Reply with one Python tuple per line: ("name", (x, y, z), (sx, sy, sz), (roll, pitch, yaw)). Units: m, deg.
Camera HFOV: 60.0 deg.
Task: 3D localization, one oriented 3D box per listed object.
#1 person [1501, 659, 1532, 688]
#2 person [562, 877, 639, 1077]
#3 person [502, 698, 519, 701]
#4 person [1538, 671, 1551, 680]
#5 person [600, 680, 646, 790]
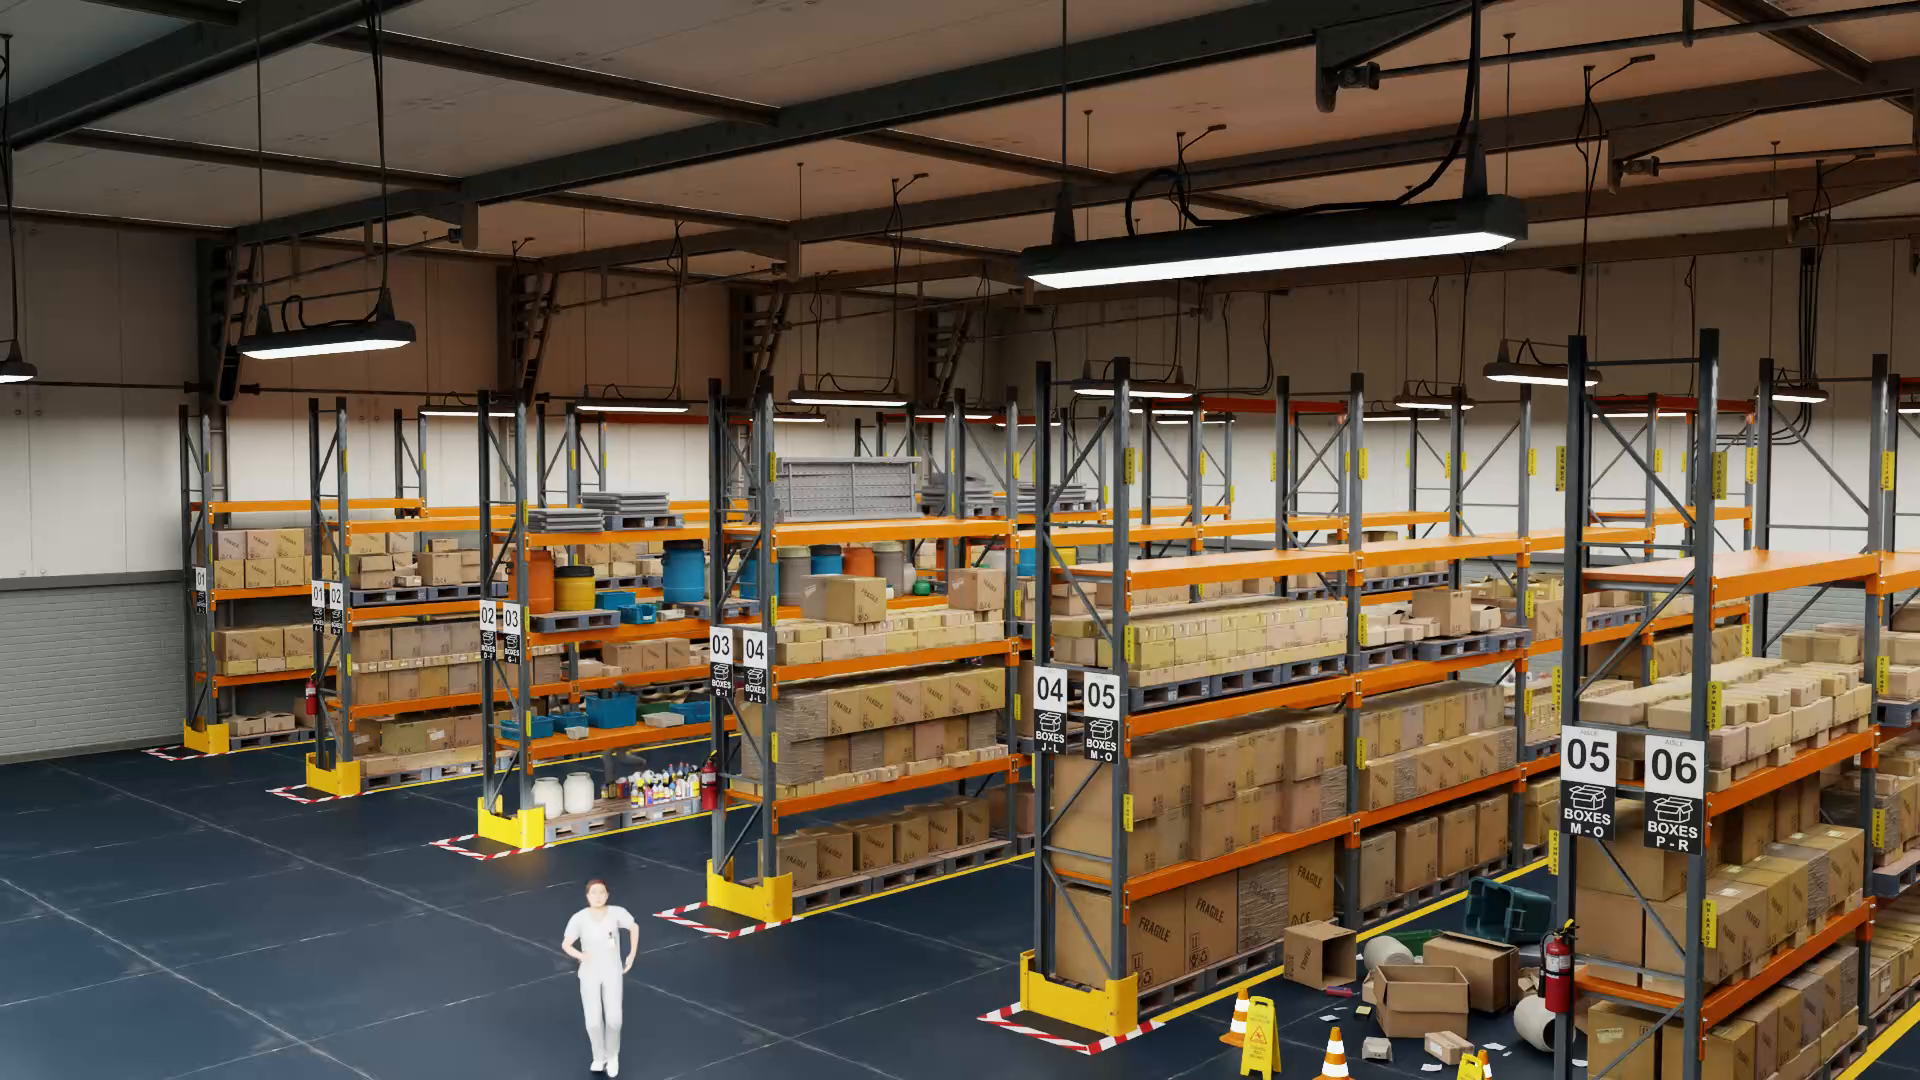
("person", (9.881, 2.760, 29.394), (0.644, 1.641, 0.904), (0, 3, -6))
("person", (-2.957, 3.602, 13.693), (0.623, 1.654, 0.603), (-1, 3, -12))
("person", (-7.845, 2.718, 29.509), (0.716, 1.754, 1.016), (3, 4, 40))
("person", (9.354, 2.936, 26.494), (0.645, 1.703, 0.662), (-2, 4, -40))
("person", (-5.269, 3.000, 25.782), (0.579, 1.657, 0.819), (2, 4, 38))
